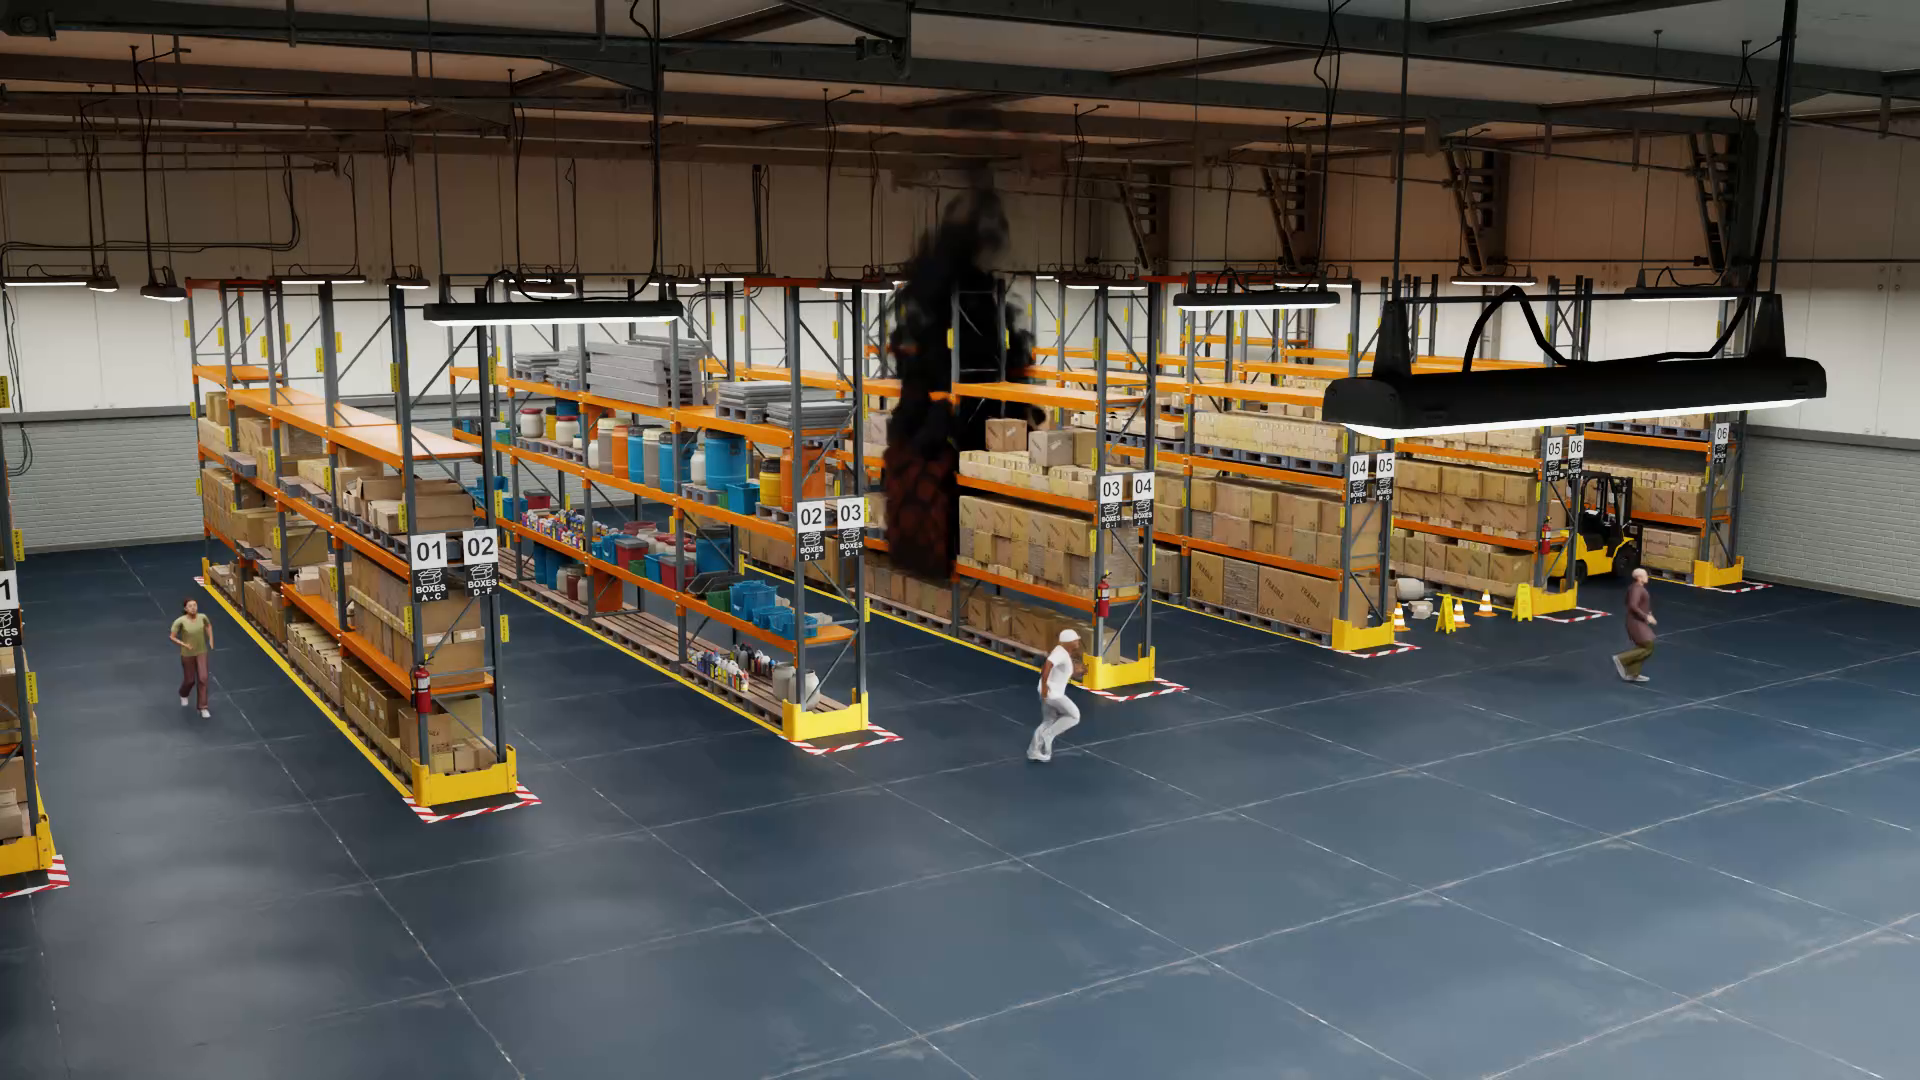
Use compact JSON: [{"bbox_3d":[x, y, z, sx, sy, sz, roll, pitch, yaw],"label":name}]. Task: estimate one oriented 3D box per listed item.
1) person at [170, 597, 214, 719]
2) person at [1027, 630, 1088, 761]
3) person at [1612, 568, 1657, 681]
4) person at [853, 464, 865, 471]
[{"bbox_3d":[-10.783,1.622,23.396,0.600,1.678,0.817,-9,13,-41],"label":"person"},{"bbox_3d":[1.251,1.974,21.160,0.818,1.678,0.683,-2,10,-11],"label":"person"},{"bbox_3d":[10.224,1.282,25.160,0.632,1.730,0.694,2,10,13],"label":"person"},{"bbox_3d":[-2.432,-1.480,41.862,0.708,1.675,0.589,-8,12,-39],"label":"person"}]
